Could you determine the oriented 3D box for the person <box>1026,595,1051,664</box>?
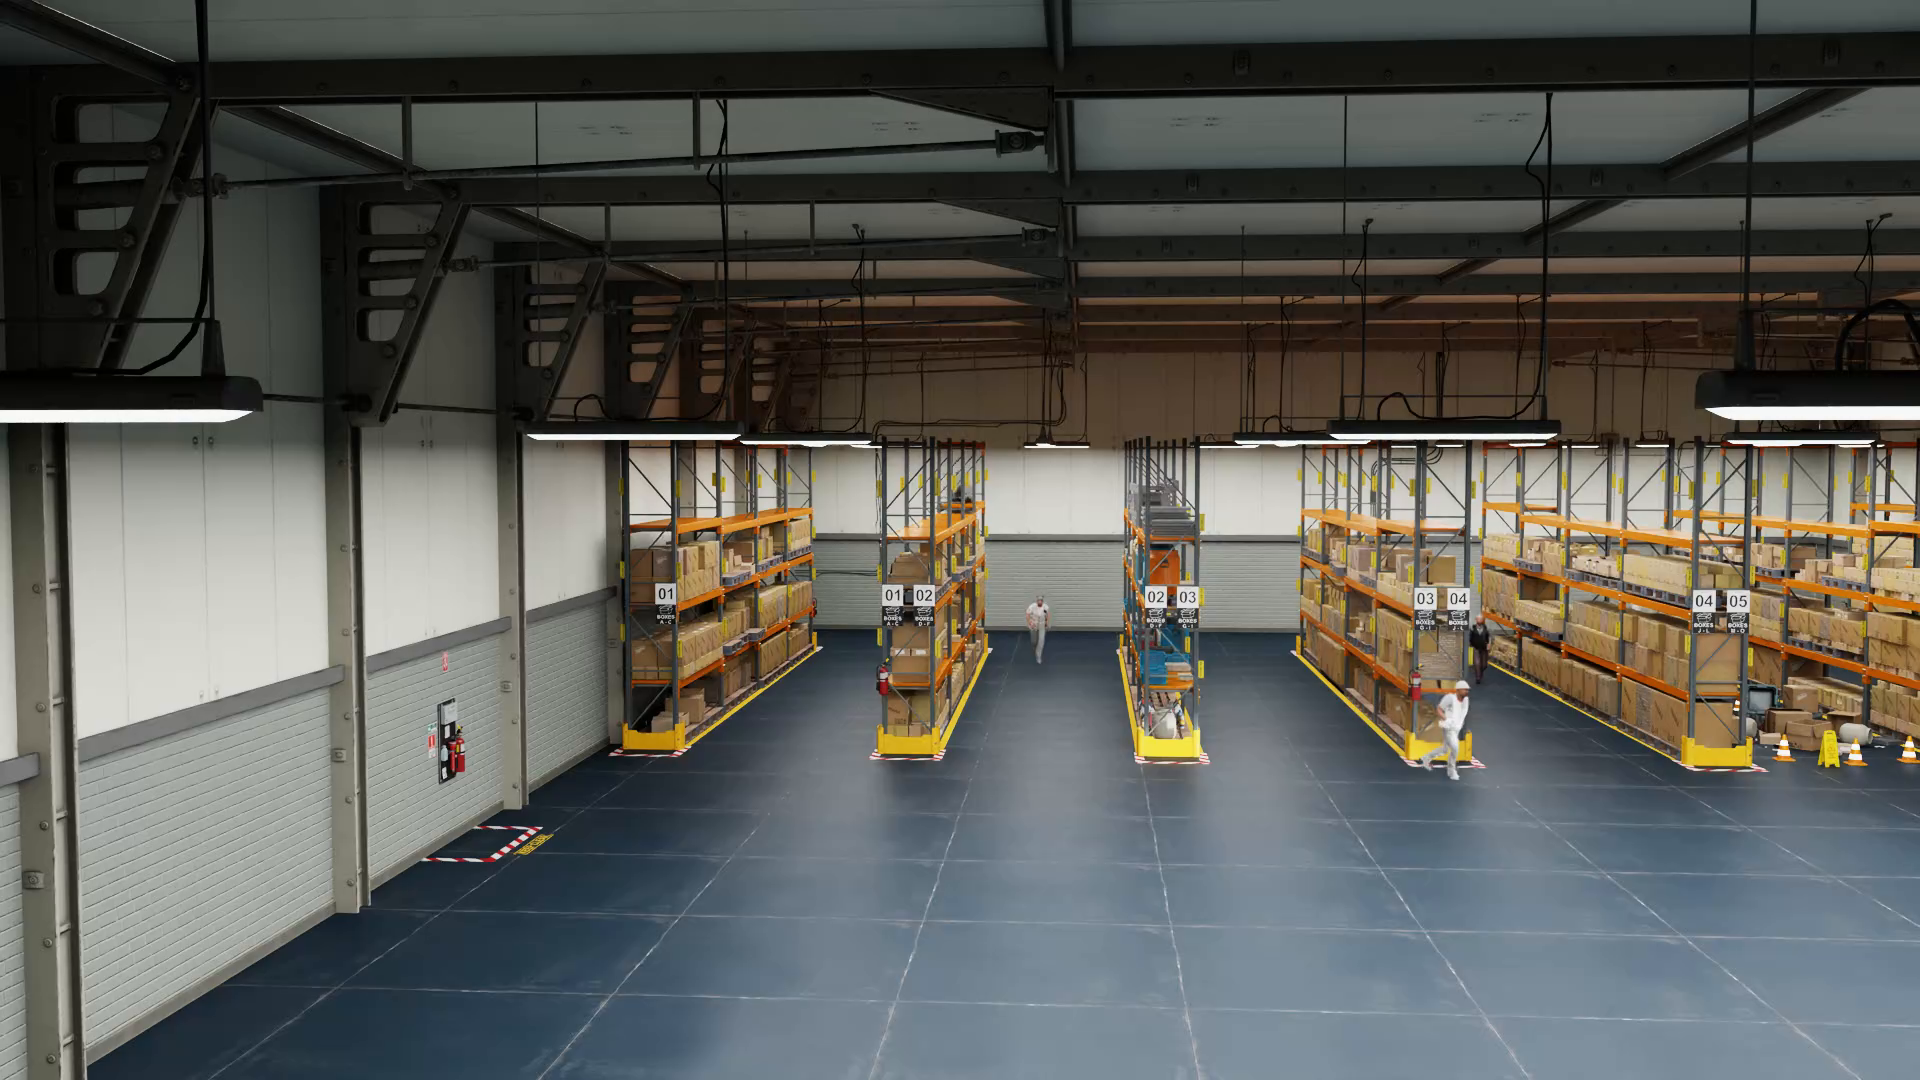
[{"bbox_3d":[2.050,2.297,43.564,0.662,1.775,1.006,0,3,-1],"label":"person"}]

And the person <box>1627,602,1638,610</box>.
[{"bbox_3d":[19.149,2.392,47.272,0.820,1.695,0.525,0,3,-4],"label":"person"}]

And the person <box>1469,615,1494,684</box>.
[{"bbox_3d":[12.781,2.689,40.953,0.695,1.684,0.771,1,3,10],"label":"person"}]

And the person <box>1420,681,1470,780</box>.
[{"bbox_3d":[8.564,3.320,29.272,0.695,1.764,0.910,-2,4,-38],"label":"person"}]
